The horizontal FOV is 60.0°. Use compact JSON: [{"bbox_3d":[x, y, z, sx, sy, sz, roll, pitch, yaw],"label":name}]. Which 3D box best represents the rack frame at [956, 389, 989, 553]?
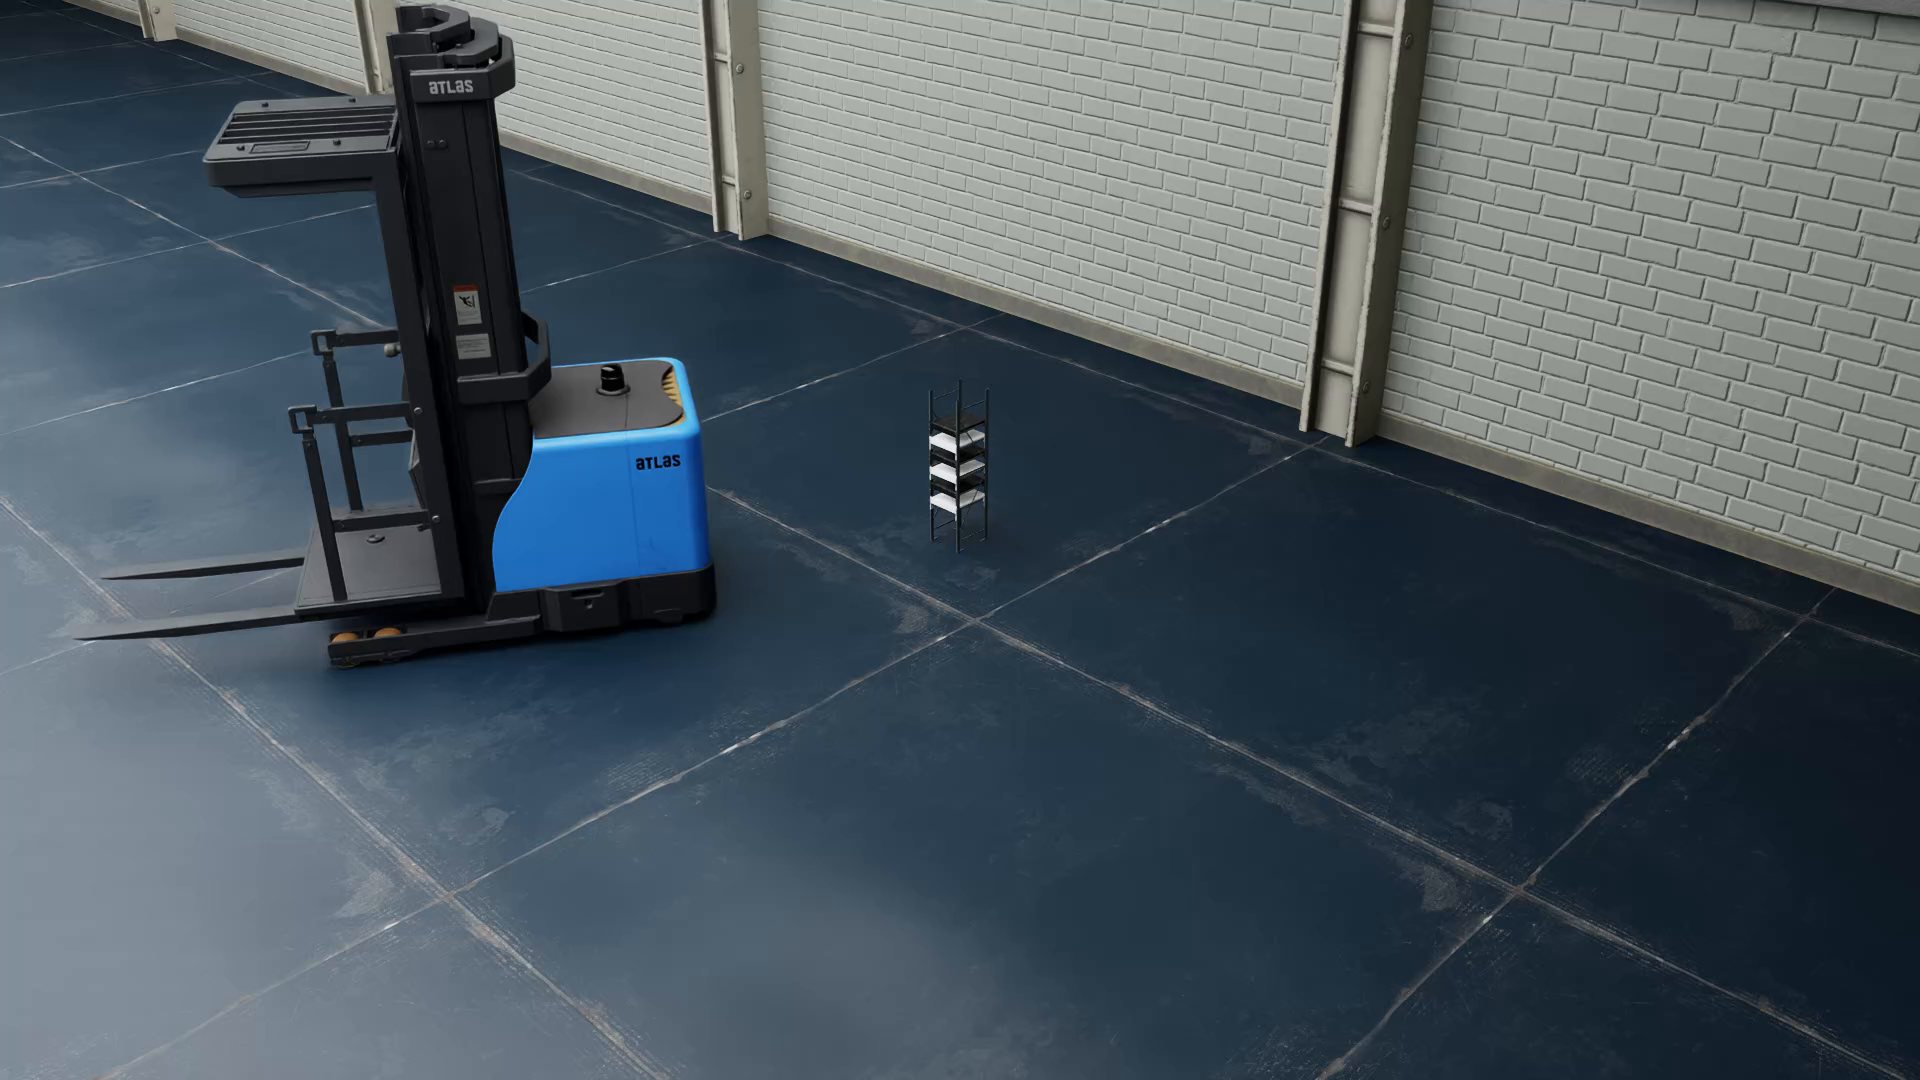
[{"bbox_3d":[0.067,-0.368,8.983,0.006,0.900,0.240,25,36,38],"label":"rack frame"}]

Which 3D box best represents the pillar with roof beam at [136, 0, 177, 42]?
[{"bbox_3d":[-13.448,-9.118,16.922,0.400,9.000,9.100,25,36,38],"label":"pillar with roof beam"}]

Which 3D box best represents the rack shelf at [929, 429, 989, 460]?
[{"bbox_3d":[-0.006,-0.531,8.977,0.200,0.077,0.258,25,36,38],"label":"rack shelf"}]

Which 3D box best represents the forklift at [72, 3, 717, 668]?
[{"bbox_3d":[-2.816,-0.949,7.905,3.031,2.935,1.130,-6,28,-12],"label":"forklift"}]

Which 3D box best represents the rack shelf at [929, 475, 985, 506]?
[{"bbox_3d":[-0.006,-0.292,9.103,0.200,0.077,0.258,25,36,38],"label":"rack shelf"}]

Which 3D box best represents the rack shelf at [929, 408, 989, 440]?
[{"bbox_3d":[-0.006,-0.610,8.935,0.200,0.077,0.258,25,36,38],"label":"rack shelf"}]

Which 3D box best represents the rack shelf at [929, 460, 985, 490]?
[{"bbox_3d":[-0.006,-0.371,9.061,0.200,0.077,0.258,25,36,38],"label":"rack shelf"}]

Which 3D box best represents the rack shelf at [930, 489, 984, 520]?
[{"bbox_3d":[-0.006,-0.212,9.145,0.200,0.077,0.258,25,36,38],"label":"rack shelf"}]

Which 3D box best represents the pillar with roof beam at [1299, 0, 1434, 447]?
[{"bbox_3d":[-0.613,-3.245,5.752,0.400,9.000,9.100,25,36,38],"label":"pillar with roof beam"}]

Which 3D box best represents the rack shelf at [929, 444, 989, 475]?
[{"bbox_3d":[-0.006,-0.451,9.019,0.200,0.077,0.258,25,36,38],"label":"rack shelf"}]

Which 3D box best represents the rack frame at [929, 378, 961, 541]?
[{"bbox_3d":[-0.078,-0.434,9.109,0.006,0.900,0.240,25,36,38],"label":"rack frame"}]

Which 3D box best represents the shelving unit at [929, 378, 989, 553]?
[{"bbox_3d":[-0.006,-0.401,9.046,0.210,0.900,0.258,25,36,38],"label":"shelving unit"}]

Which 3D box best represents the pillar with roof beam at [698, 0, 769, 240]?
[{"bbox_3d":[-4.891,-5.203,9.475,0.400,9.000,9.100,25,36,38],"label":"pillar with roof beam"}]

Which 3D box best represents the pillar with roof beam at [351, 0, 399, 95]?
[{"bbox_3d":[-9.170,-7.160,13.198,0.400,9.000,9.100,25,36,38],"label":"pillar with roof beam"}]
